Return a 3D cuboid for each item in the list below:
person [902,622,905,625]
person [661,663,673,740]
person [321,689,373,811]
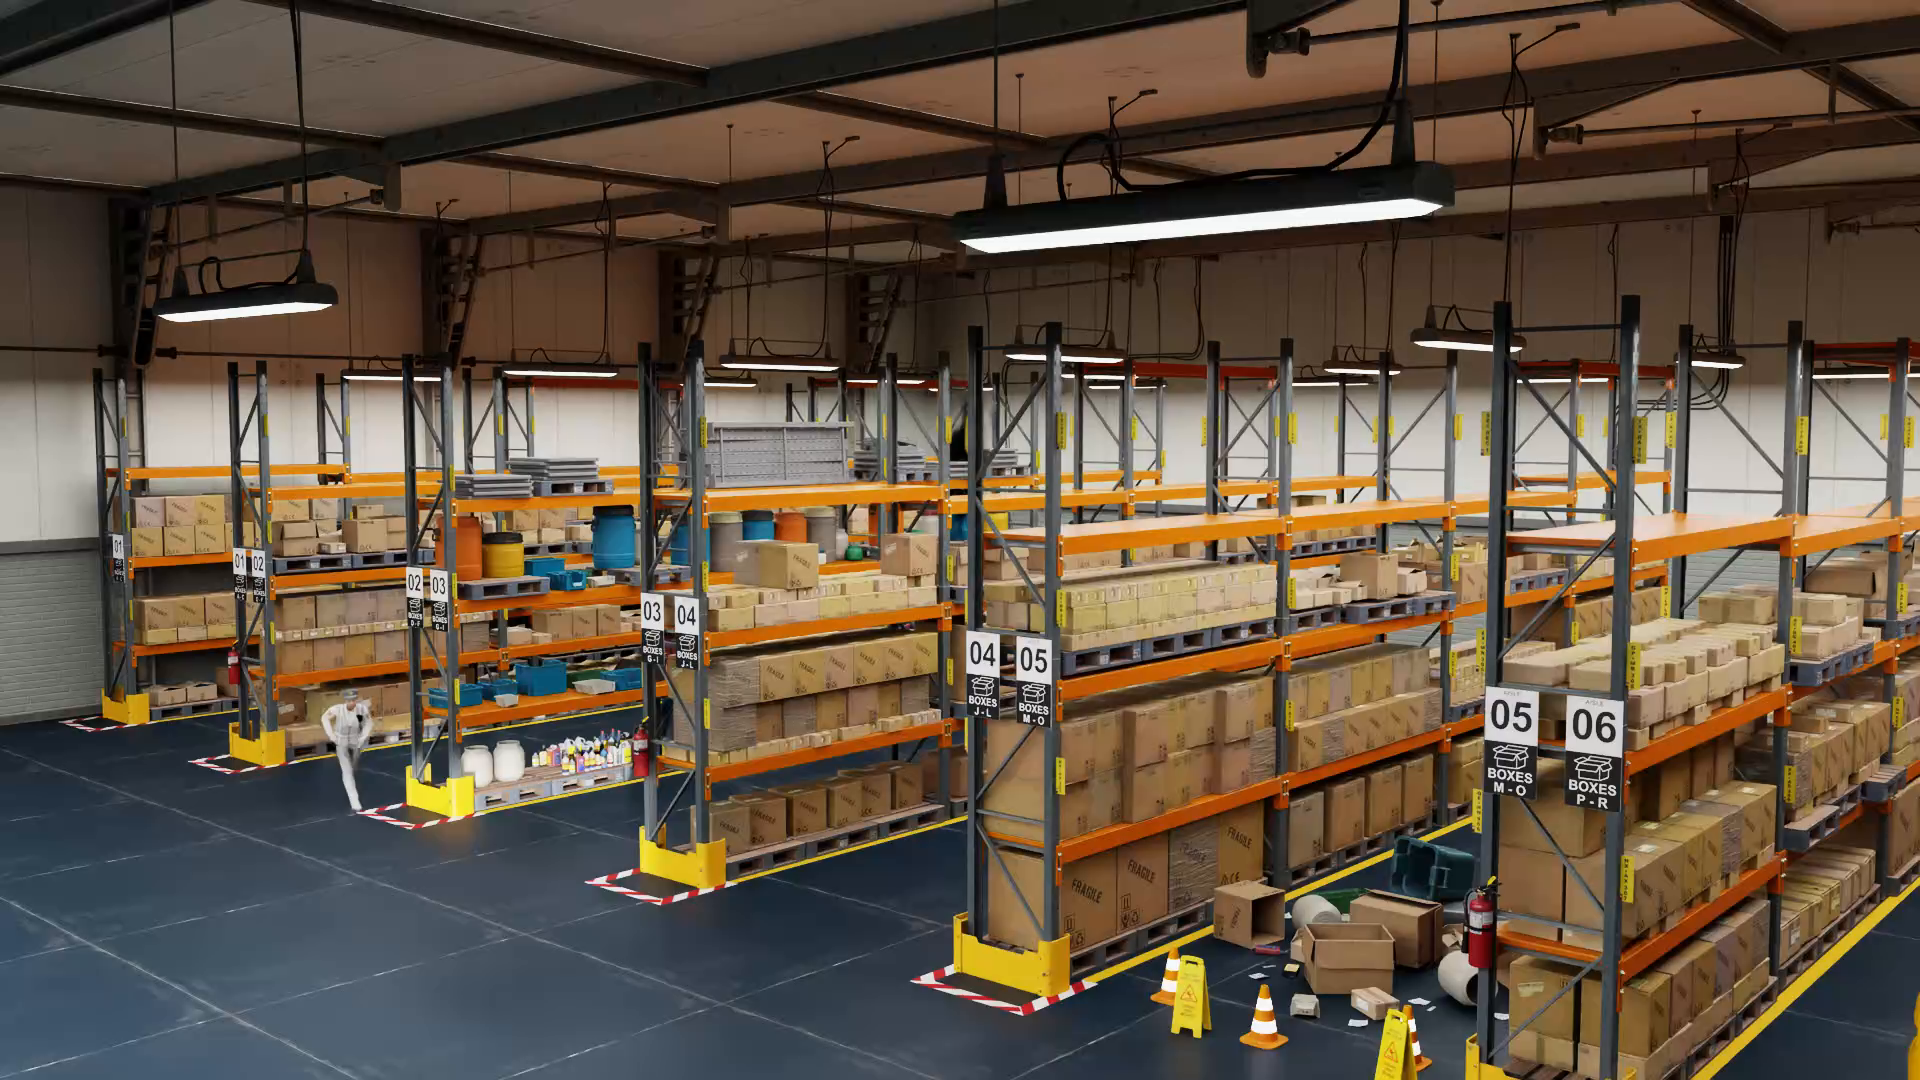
[{"bbox_3d":[-1.427,1.765,32.280,0.562,1.581,0.672,4,6,41],"label":"person"},{"bbox_3d":[-4.575,2.467,26.589,0.549,1.548,0.865,4,6,44],"label":"person"},{"bbox_3d":[-8.231,2.756,22.210,0.544,1.630,0.931,-2,5,-24],"label":"person"}]
